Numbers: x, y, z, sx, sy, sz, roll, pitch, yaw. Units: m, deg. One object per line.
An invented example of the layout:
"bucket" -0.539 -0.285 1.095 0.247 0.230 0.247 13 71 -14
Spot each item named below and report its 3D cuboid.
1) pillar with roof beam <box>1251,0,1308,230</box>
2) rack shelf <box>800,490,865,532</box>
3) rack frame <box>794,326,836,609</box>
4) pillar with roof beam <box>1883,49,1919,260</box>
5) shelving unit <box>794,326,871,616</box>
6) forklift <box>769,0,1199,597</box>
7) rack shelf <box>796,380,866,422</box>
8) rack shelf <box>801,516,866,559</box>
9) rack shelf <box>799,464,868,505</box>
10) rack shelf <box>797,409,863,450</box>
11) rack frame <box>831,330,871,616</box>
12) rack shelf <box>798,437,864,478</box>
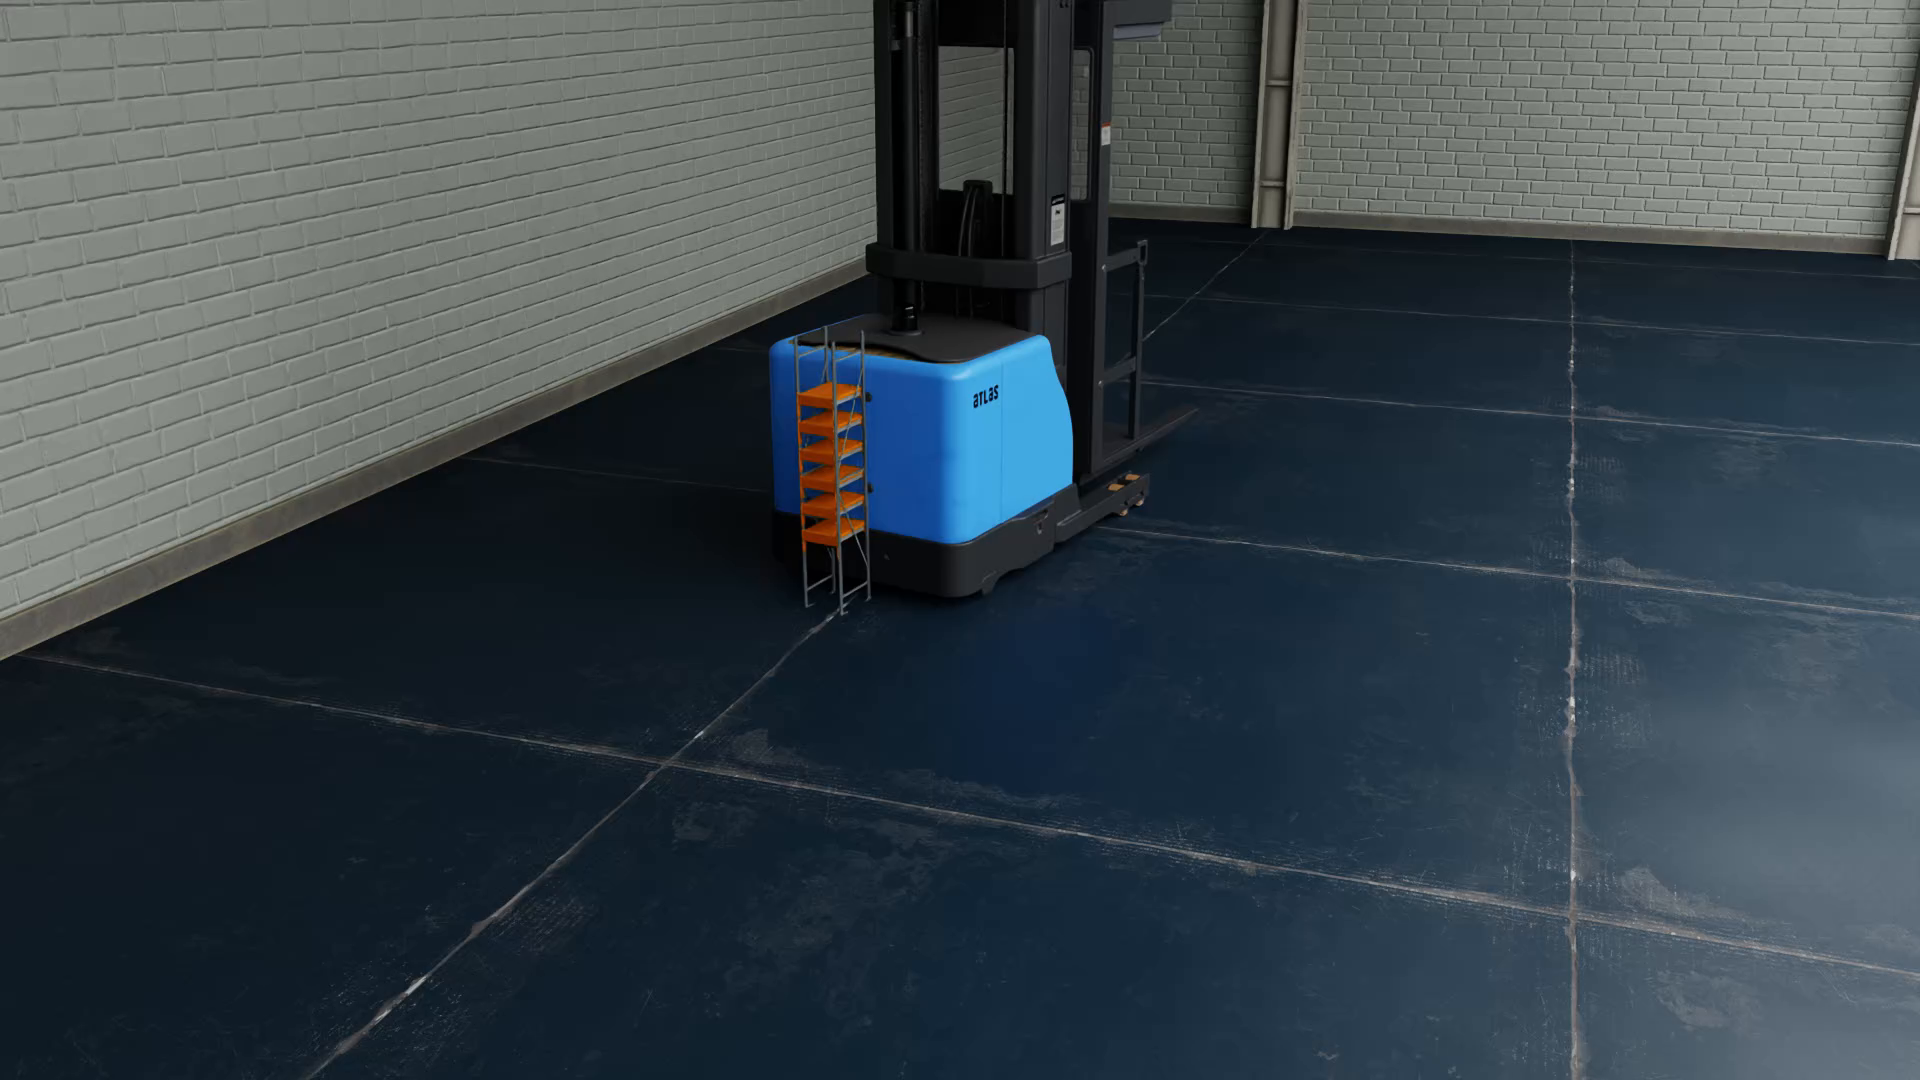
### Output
"pillar with roof beam" 1.886 -6.225 12.263 0.400 9.000 9.100 7 20 18
"rack shelf" -0.537 -0.132 7.128 0.180 0.103 0.258 10 22 27
"rack frame" -0.618 -0.302 7.115 0.006 1.200 0.240 10 22 27
"pillar with roof beam" 7.553 -5.577 10.403 0.400 9.000 9.100 7 20 18
"shelving unit" -0.538 -0.287 7.073 0.189 1.200 0.258 10 22 27
"forklift" 0.325 -1.572 8.133 1.130 2.935 3.031 11 22 29
"rack shelf" -0.540 -0.584 6.966 0.180 0.103 0.258 10 22 27
"rack shelf" -0.536 -0.020 7.169 0.180 0.103 0.258 10 22 27
"rack shelf" -0.538 -0.245 7.088 0.180 0.103 0.258 10 22 27
"rack shelf" -0.539 -0.471 7.007 0.180 0.103 0.258 10 22 27
"rack frame" -0.458 -0.273 7.031 0.006 1.200 0.240 10 22 27
"rack shelf" -0.538 -0.358 7.047 0.180 0.103 0.258 10 22 27
